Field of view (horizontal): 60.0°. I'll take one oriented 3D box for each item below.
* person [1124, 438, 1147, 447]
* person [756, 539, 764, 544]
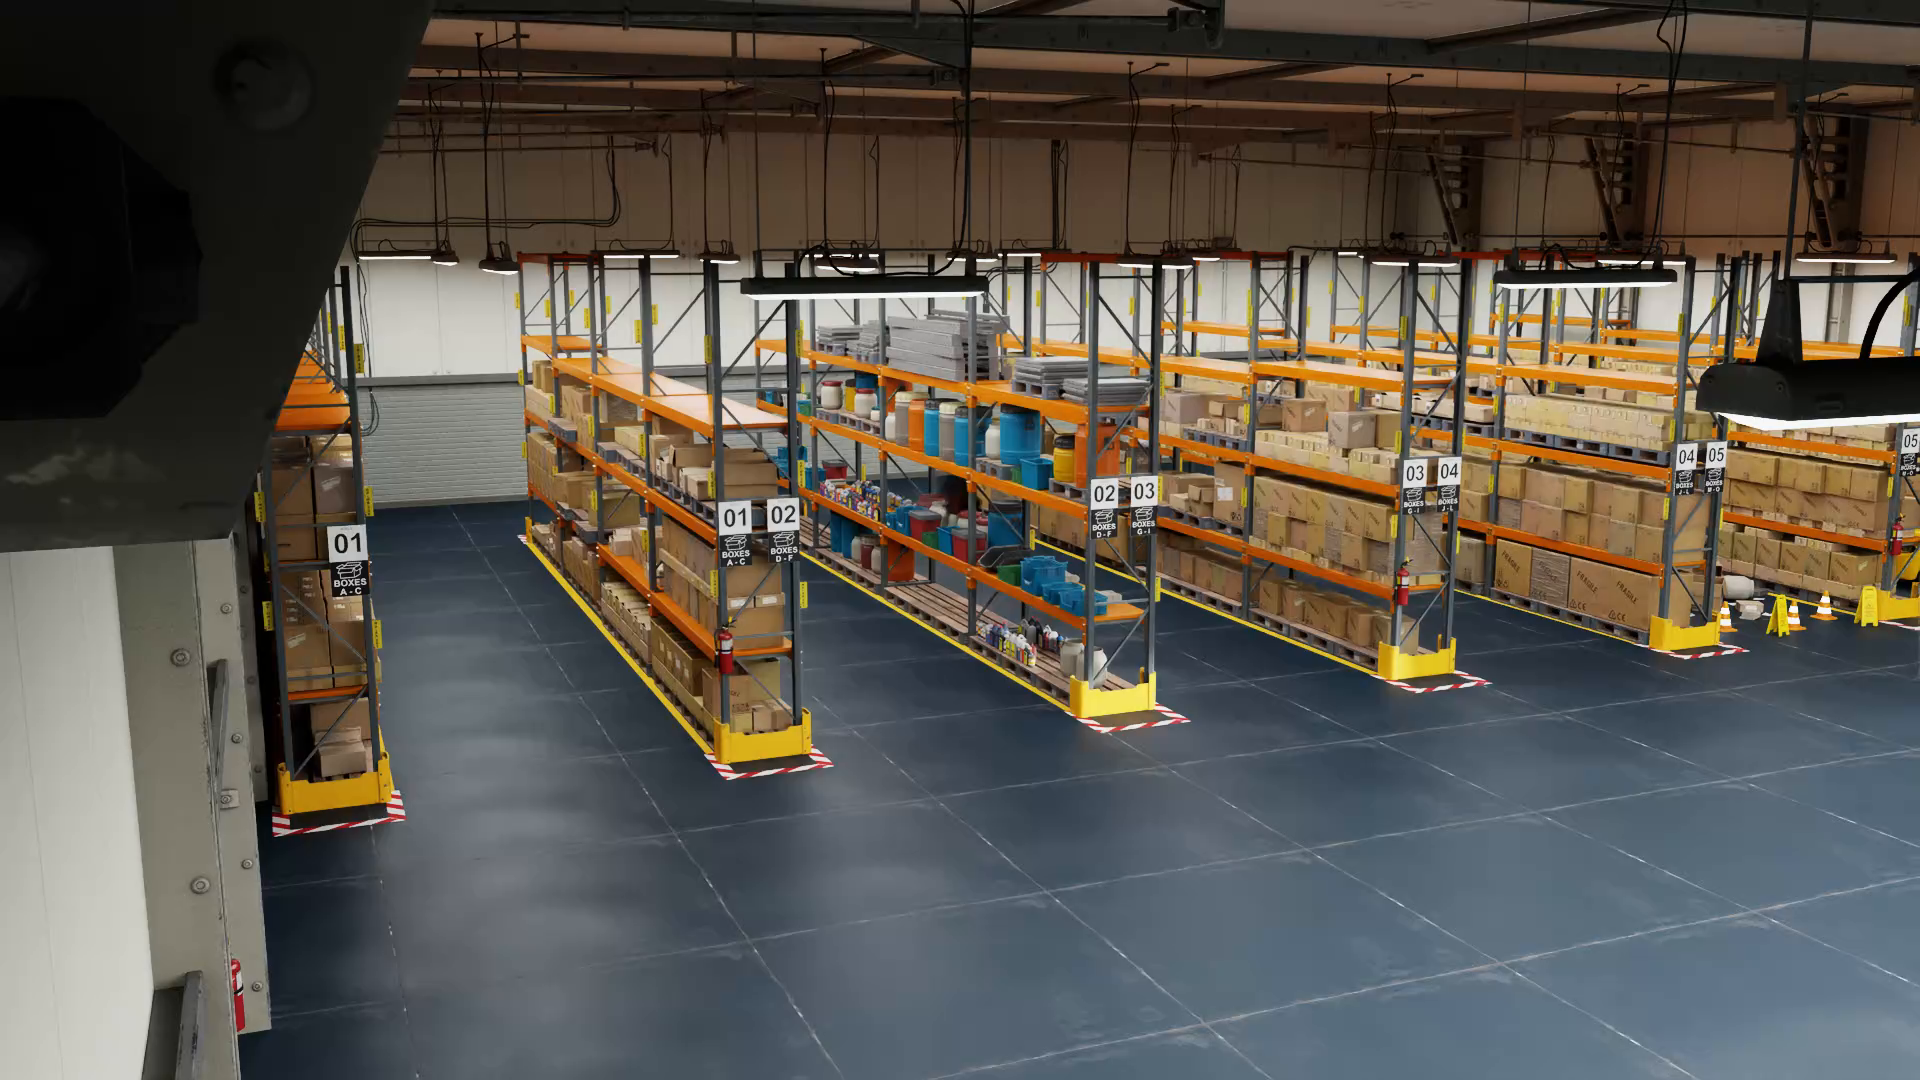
[{"bbox_3d":[4.215,-1.905,40.881,0.668,1.671,0.781,9,14,40],"label":"person"},{"bbox_3d":[-3.822,-0.054,30.655,0.622,1.740,0.878,-4,11,-21],"label":"person"}]
